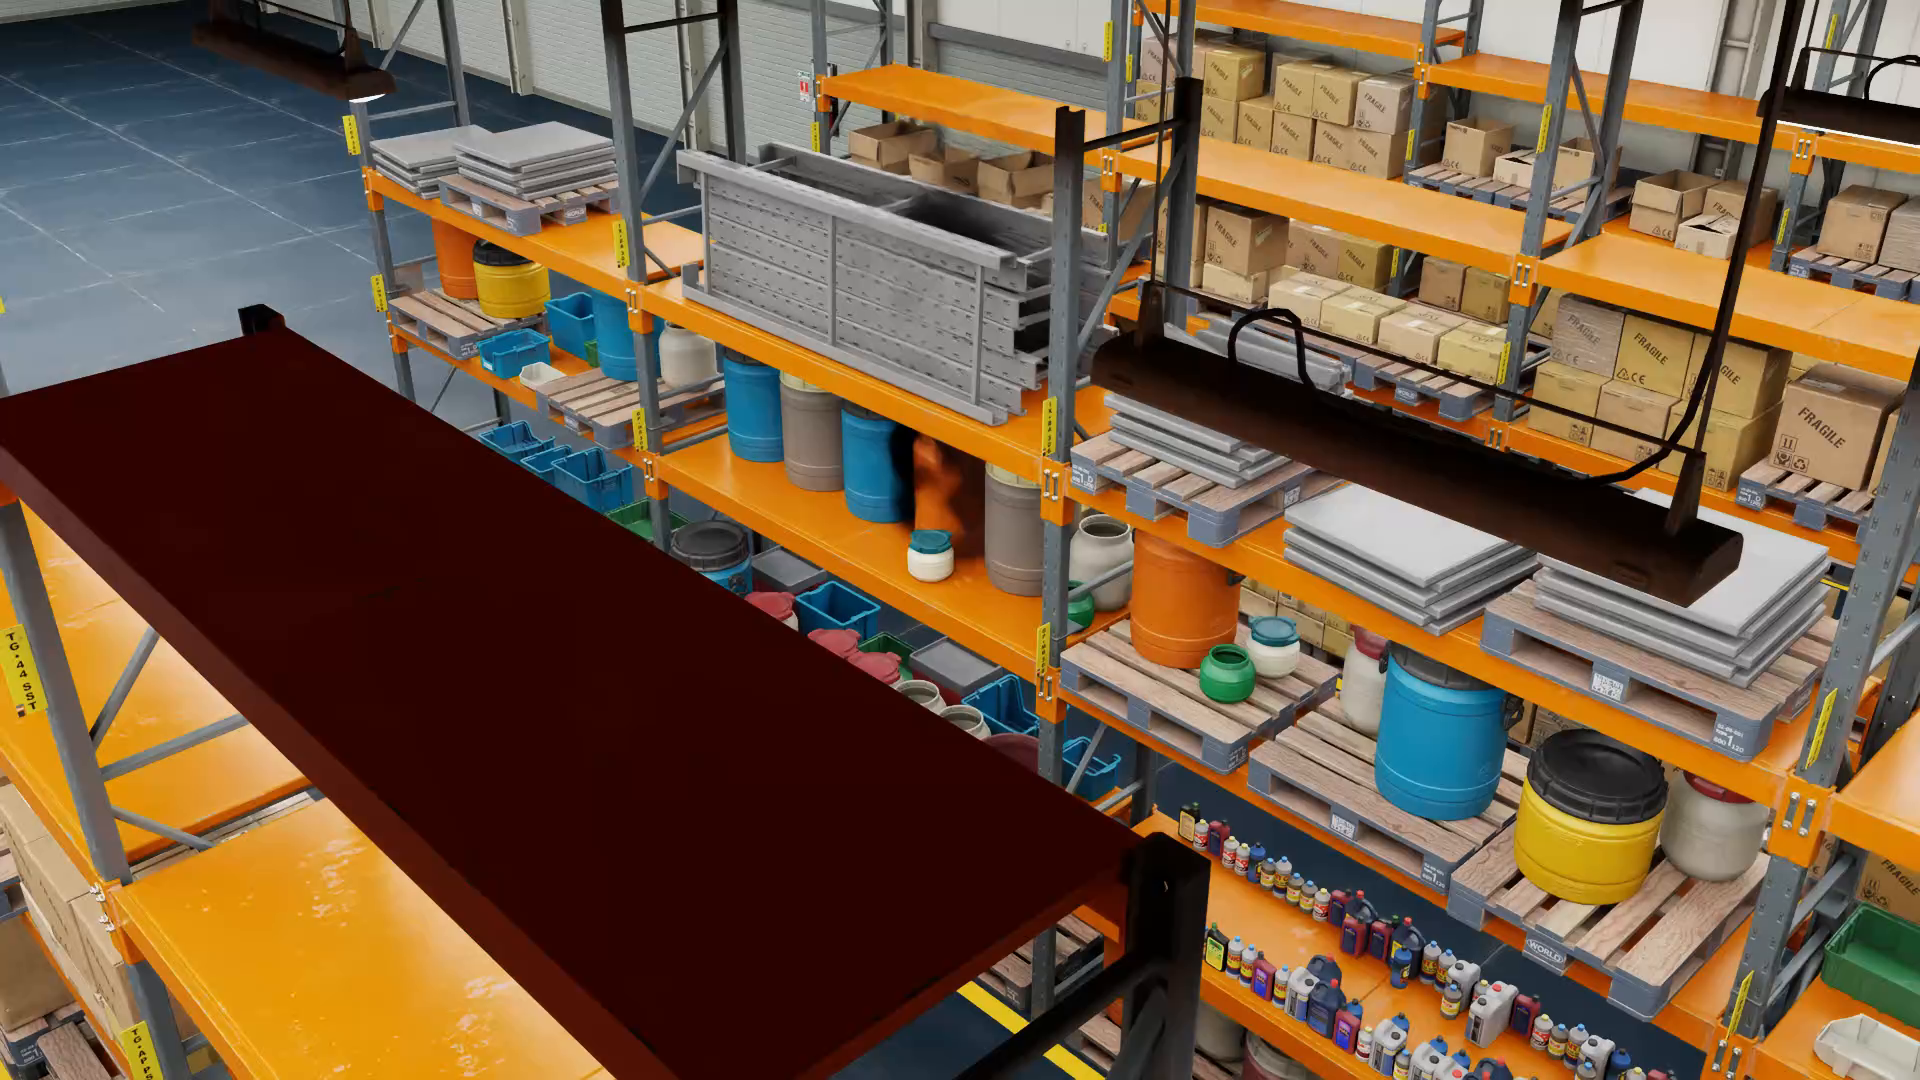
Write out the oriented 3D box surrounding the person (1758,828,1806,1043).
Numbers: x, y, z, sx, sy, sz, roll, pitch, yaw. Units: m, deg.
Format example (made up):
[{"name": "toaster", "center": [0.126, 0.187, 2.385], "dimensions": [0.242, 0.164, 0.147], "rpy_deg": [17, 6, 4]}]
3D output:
[{"name": "person", "center": [4.972, 2.477, 10.531], "dimensions": [0.588, 1.616, 0.592], "rpy_deg": [19, 34, 31]}]
